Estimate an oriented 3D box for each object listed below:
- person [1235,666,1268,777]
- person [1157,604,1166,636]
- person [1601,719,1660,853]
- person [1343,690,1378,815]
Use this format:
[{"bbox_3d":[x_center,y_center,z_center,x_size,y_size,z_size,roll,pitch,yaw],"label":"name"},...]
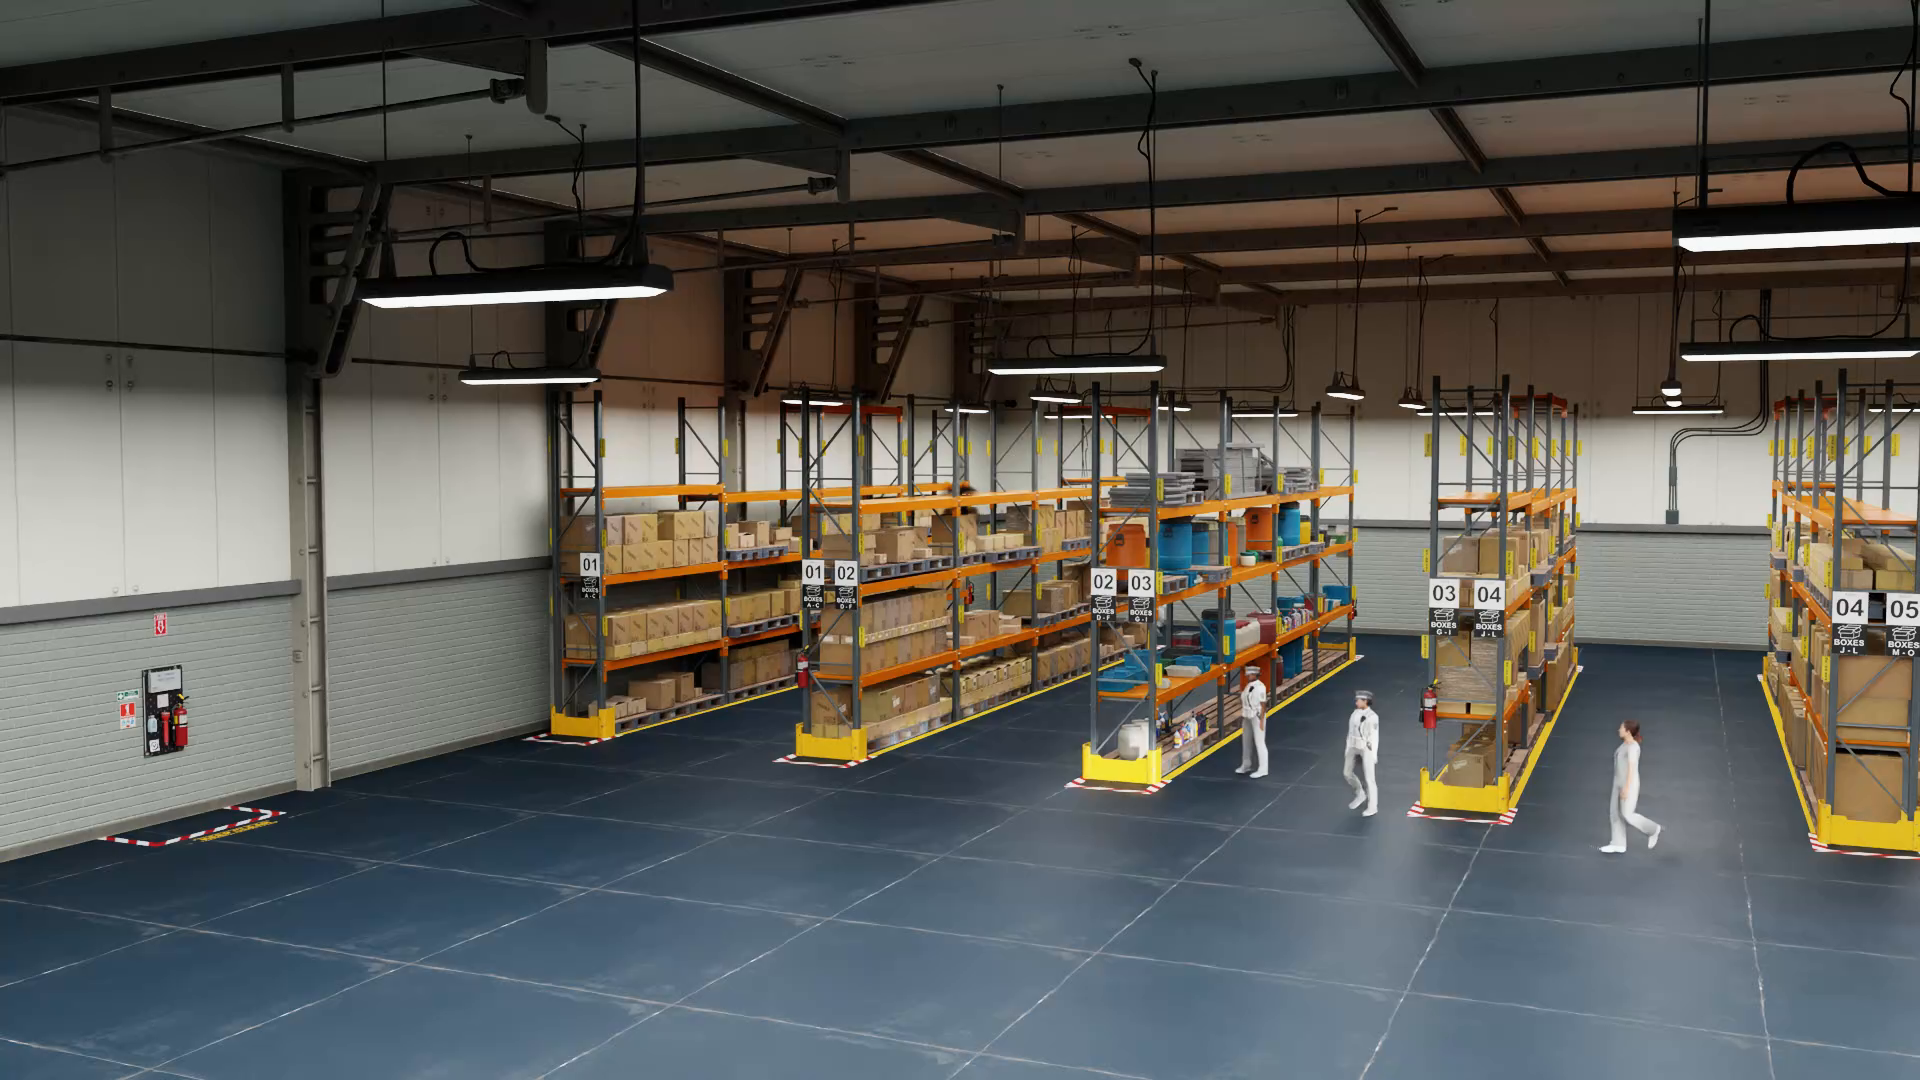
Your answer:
[{"bbox_3d":[4.473,2.760,25.489,0.395,1.664,0.539,-2,4,-26],"label":"person"},{"bbox_3d":[5.152,1.693,43.727,0.594,1.795,0.519,-1,3,-10],"label":"person"},{"bbox_3d":[8.278,3.033,20.478,0.652,1.665,0.432,-1,3,-13],"label":"person"},{"bbox_3d":[5.520,2.893,22.804,0.408,1.688,0.551,-2,4,-30],"label":"person"}]
